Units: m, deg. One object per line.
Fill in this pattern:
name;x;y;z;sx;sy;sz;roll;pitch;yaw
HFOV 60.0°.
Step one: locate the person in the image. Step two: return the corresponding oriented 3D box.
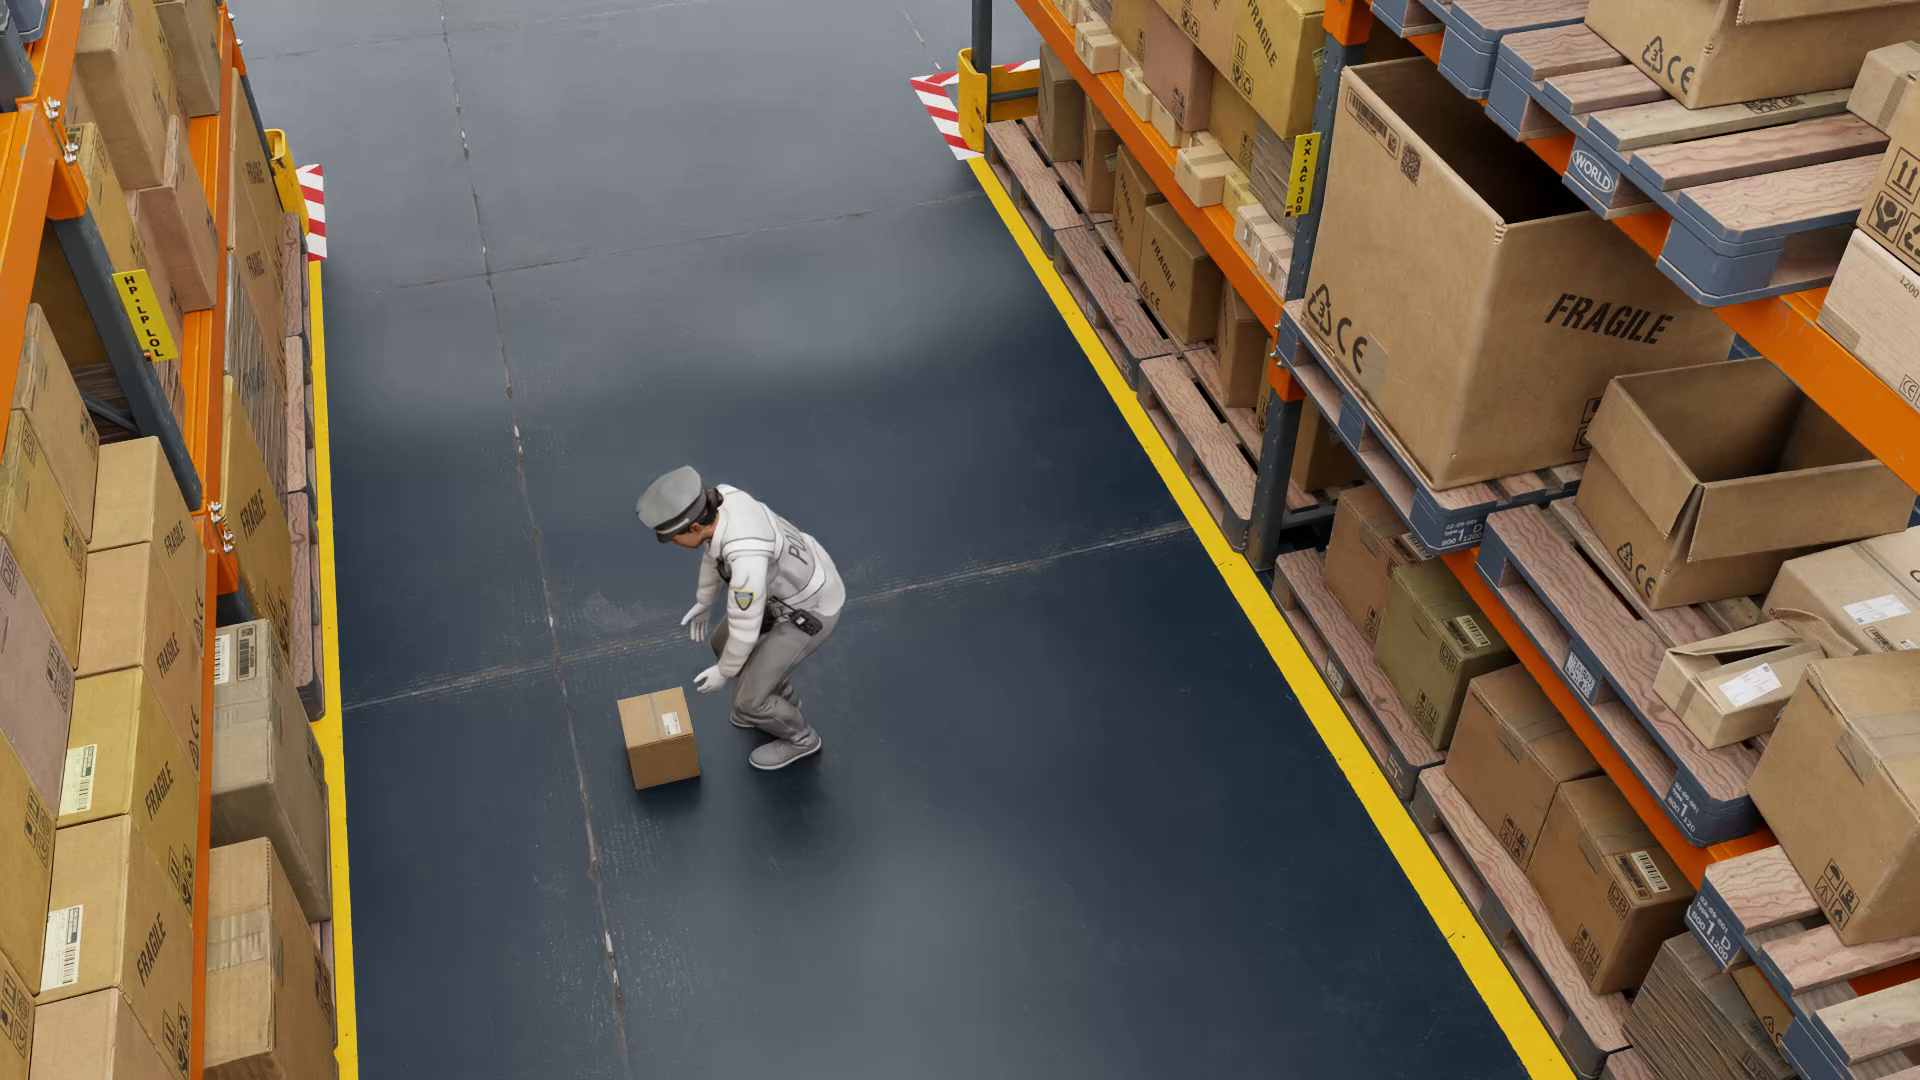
person;-0.769;0.249;6.037;0.675;1.333;0.445;-12;44;-13
